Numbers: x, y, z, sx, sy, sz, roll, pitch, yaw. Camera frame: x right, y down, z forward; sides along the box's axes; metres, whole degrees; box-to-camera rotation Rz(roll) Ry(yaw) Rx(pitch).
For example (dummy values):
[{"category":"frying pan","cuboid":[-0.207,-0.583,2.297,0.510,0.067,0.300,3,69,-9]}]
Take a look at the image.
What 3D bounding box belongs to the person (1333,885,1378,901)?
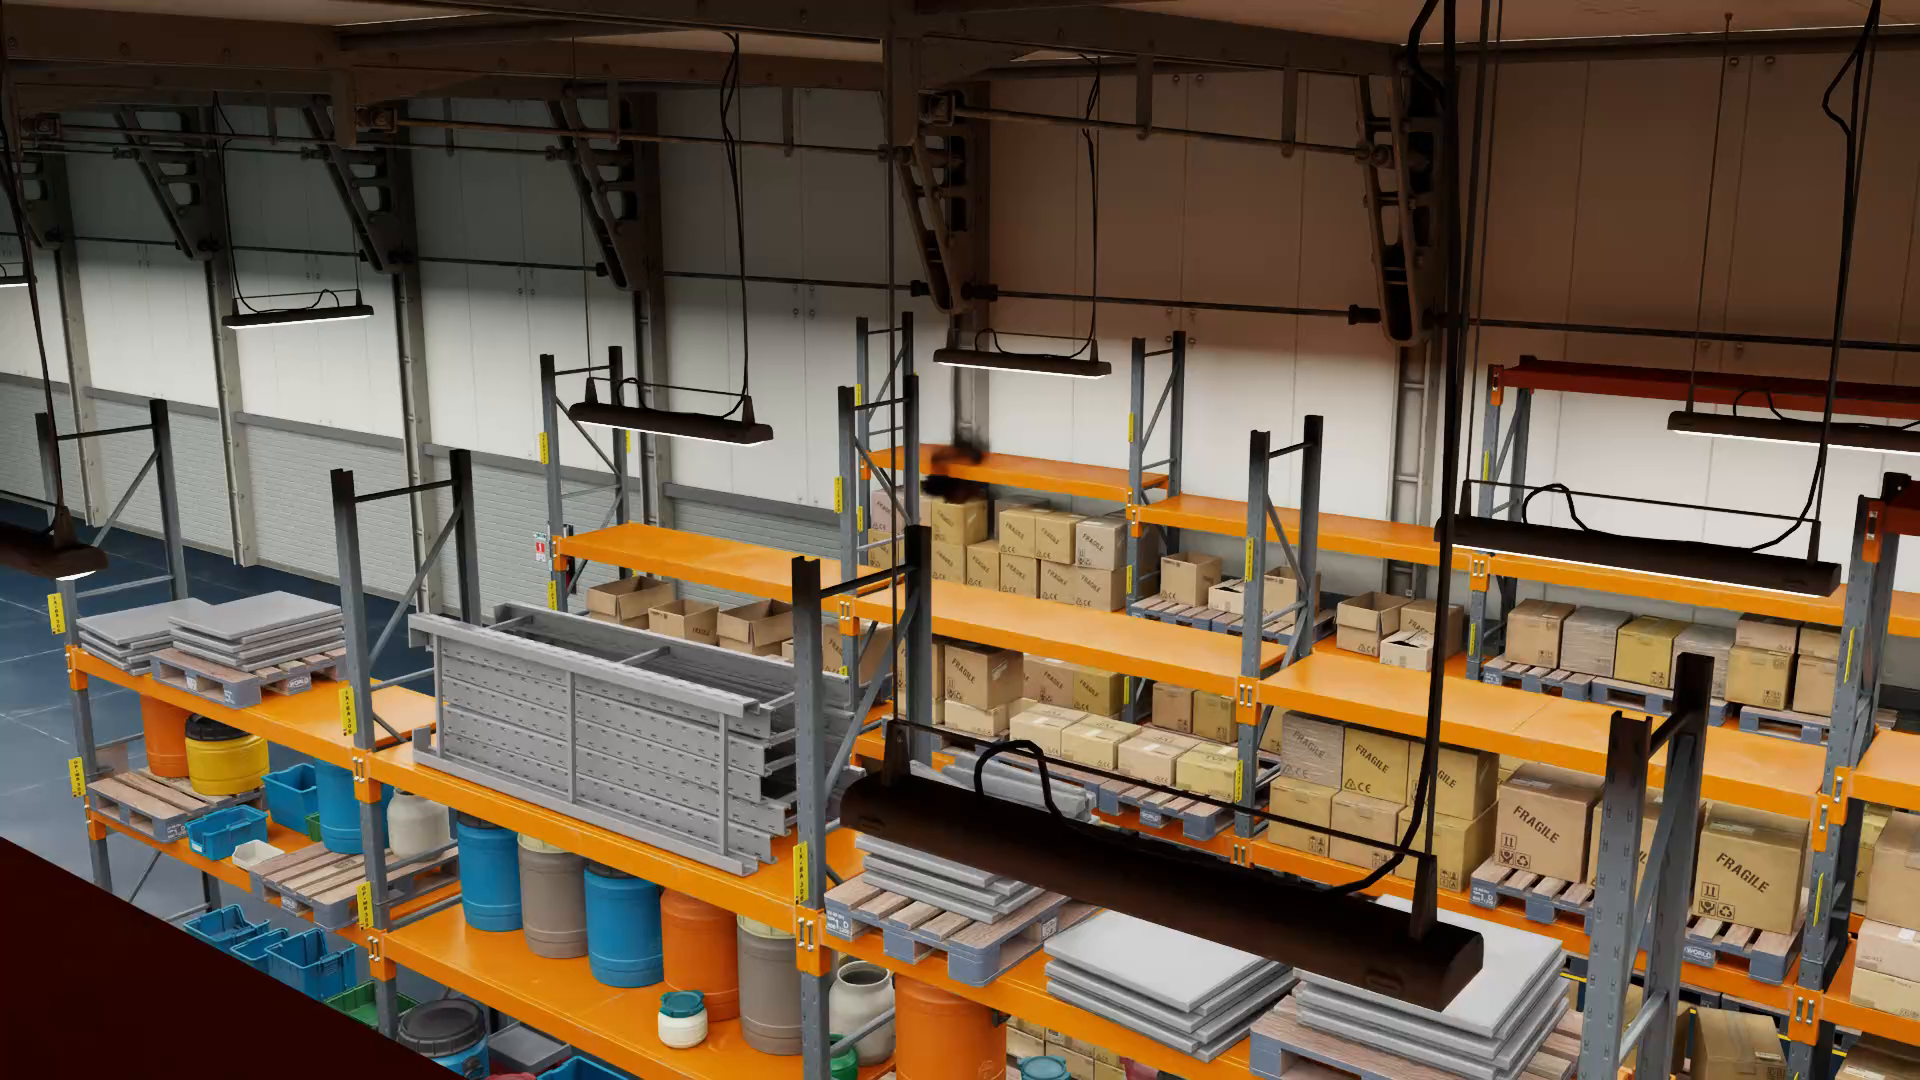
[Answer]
[{"category":"person","cuboid":[3.881,3.589,15.716,1.046,1.789,0.690,7,15,27]}]
